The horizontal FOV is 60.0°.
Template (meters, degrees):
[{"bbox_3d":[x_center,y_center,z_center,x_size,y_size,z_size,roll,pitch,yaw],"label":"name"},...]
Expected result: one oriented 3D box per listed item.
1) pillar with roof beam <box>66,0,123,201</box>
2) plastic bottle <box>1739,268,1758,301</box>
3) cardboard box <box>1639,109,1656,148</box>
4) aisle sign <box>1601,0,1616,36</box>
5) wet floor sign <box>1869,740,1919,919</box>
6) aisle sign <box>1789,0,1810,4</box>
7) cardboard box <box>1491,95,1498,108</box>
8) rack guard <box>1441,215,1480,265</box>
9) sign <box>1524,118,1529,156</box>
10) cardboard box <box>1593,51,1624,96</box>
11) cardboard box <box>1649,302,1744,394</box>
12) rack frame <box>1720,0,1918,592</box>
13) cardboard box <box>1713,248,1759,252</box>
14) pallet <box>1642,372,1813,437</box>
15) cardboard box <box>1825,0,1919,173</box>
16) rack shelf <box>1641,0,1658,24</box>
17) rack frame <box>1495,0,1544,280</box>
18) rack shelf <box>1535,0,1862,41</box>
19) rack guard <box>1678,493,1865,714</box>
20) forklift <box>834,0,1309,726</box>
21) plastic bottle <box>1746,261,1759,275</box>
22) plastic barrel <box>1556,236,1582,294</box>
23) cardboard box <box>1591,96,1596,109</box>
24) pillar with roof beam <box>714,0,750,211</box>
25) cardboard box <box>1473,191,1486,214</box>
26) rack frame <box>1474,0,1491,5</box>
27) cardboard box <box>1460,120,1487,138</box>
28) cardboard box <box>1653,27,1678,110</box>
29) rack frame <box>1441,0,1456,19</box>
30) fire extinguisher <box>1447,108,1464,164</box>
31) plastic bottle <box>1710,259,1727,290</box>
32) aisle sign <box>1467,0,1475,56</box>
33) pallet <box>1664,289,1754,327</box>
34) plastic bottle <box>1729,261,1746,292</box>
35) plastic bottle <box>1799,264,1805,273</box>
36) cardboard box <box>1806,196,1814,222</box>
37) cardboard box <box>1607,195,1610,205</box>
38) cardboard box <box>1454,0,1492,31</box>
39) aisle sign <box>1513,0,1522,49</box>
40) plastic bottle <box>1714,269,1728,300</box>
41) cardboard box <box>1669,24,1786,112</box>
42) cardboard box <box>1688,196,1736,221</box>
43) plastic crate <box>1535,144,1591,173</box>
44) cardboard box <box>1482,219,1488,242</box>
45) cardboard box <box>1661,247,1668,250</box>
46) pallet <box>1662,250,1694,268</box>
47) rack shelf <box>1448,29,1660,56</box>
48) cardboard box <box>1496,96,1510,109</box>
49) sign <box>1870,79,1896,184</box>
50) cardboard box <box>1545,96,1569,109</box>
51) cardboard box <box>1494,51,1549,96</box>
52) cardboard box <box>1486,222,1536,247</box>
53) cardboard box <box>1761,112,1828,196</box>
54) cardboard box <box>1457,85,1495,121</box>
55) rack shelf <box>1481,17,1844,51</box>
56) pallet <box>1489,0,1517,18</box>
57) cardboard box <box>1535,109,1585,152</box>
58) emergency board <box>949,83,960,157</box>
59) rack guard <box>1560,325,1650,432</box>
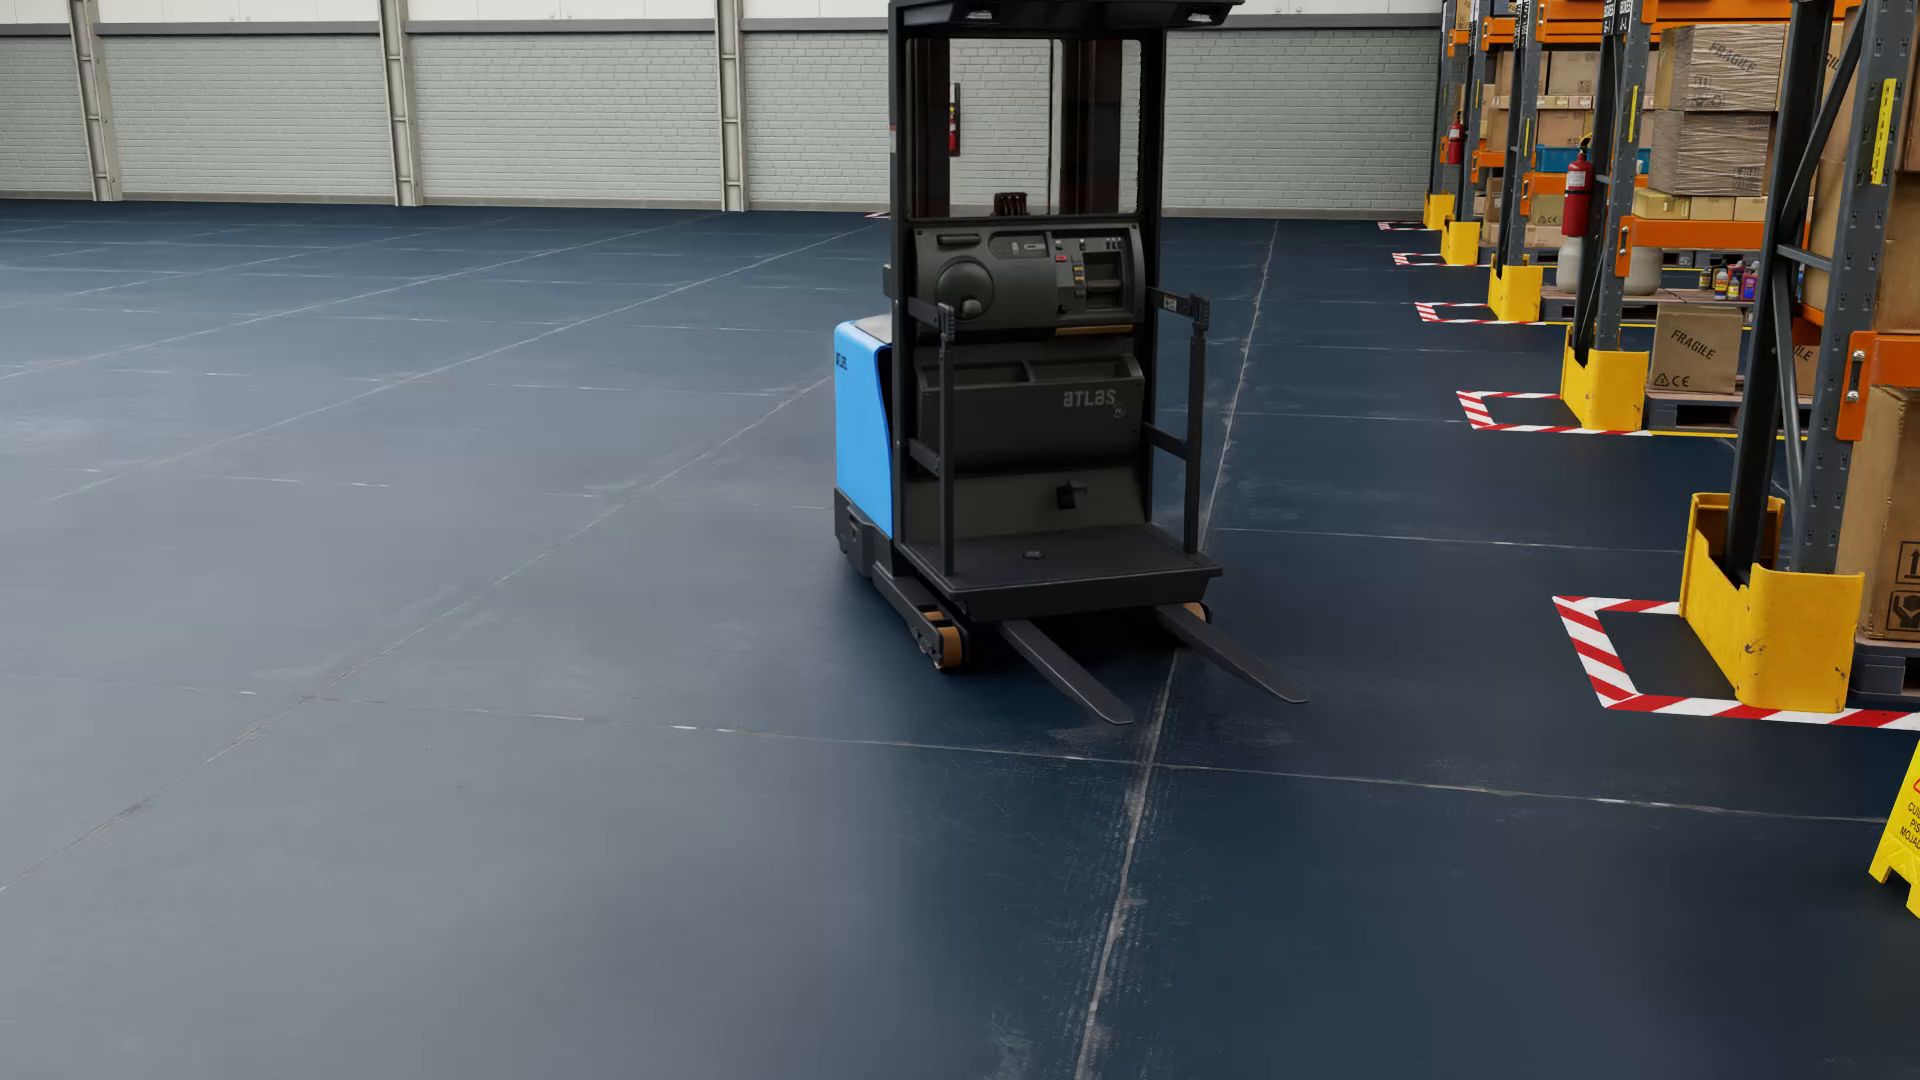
[{"bbox_3d":[-16.400,-9.407,25.095,0.400,9.000,9.100,3,16,11],"label":"pillar with roof beam"},{"bbox_3d":[7.077,-2.293,14.914,0.133,0.283,0.061,3,16,12],"label":"plastic bottle"},{"bbox_3d":[8.108,-4.819,19.581,0.500,0.500,0.700,4,16,13],"label":"cardboard box"},{"bbox_3d":[4.156,-3.624,10.584,0.004,0.787,0.394,3,16,11],"label":"aisle sign"},{"bbox_3d":[2.647,0.654,4.421,0.232,0.644,0.267,0,15,1],"label":"wet floor sign"},{"bbox_3d":[3.060,-2.332,5.921,0.004,0.787,0.394,3,16,11],"label":"aisle sign"},{"bbox_3d":[6.547,-5.270,19.997,0.250,0.149,0.380,3,16,10],"label":"cardboard box"},{"bbox_3d":[6.111,-3.677,20.329,0.348,0.500,1.175,3,16,11],"label":"rack guard"},{"bbox_3d":[5.030,-3.574,14.758,0.005,0.325,0.100,3,16,11],"label":"sign"},{"bbox_3d":[7.652,-5.469,19.500,0.500,0.500,0.700,3,16,11],"label":"cardboard box"},{"bbox_3d":[4.766,-1.249,10.778,0.500,0.500,0.500,6,17,21],"label":"cardboard box"},{"bbox_3d":[3.070,-0.997,5.971,0.127,3.000,1.000,3,16,11],"label":"rack frame"},{"bbox_3d":[9.069,-3.541,19.522,0.500,0.250,0.500,3,16,11],"label":"cardboard box"},{"bbox_3d":[5.021,-0.889,10.804,1.213,0.211,1.003,3,16,11],"label":"pallet"},{"bbox_3d":[3.426,-1.560,5.699,0.550,0.550,0.875,3,16,11],"label":"cardboard box"},{"bbox_3d":[6.117,-3.281,9.948,4.000,0.370,1.077,3,16,11],"label":"rack shelf"},{"bbox_3d":[5.144,-3.585,15.314,0.127,3.000,1.000,3,16,11],"label":"rack frame"},{"bbox_3d":[7.104,-4.577,14.625,4.000,0.370,1.077,3,16,11],"label":"rack shelf"},{"bbox_3d":[3.046,0.207,6.310,0.348,0.500,1.175,3,16,11],"label":"rack guard"},{"bbox_3d":[0.342,-1.044,6.269,1.130,2.935,3.031,-5,16,-17],"label":"forklift"},{"bbox_3d":[7.409,-2.473,15.579,0.135,0.276,0.152,3,16,10],"label":"plastic bottle"},{"bbox_3d":[5.804,-2.573,15.535,0.421,0.512,0.421,0,15,0],"label":"plastic barrel"},{"bbox_3d":[7.489,-5.109,19.415,0.250,0.149,0.380,3,16,9],"label":"cardboard box"},{"bbox_3d":[-4.640,-8.769,22.790,0.400,9.000,9.100,3,16,11],"label":"pillar with roof beam"},{"bbox_3d":[7.779,-5.032,24.752,0.500,0.311,0.500,1,16,5],"label":"cardboard box"},{"bbox_3d":[6.135,-7.771,19.190,0.127,3.000,1.000,3,16,11],"label":"rack frame"},{"bbox_3d":[7.533,-6.005,24.293,0.500,0.250,0.500,3,16,9],"label":"cardboard box"},{"bbox_3d":[4.746,-2.998,10.577,0.500,0.500,0.500,3,16,11],"label":"cardboard box"},{"bbox_3d":[7.119,-9.067,23.869,0.127,3.000,1.000,3,16,11],"label":"rack frame"},{"bbox_3d":[6.112,-4.971,20.462,0.183,0.674,0.296,3,16,11],"label":"fire extinguisher"},{"bbox_3d":[7.150,-2.503,15.674,0.133,0.283,0.061,4,16,12],"label":"plastic bottle"},{"bbox_3d":[6.129,-6.213,19.934,0.004,0.787,0.394,3,16,11],"label":"aisle sign"},{"bbox_3d":[7.215,-2.139,15.318,1.213,0.211,1.003,3,16,11],"label":"pallet"},{"bbox_3d":[7.252,-2.456,15.504,0.133,0.283,0.061,3,16,11],"label":"plastic bottle"},{"bbox_3d":[7.749,-2.415,15.370,0.135,0.276,0.152,3,16,11],"label":"plastic bottle"},{"bbox_3d":[5.121,-2.047,10.233,0.250,0.149,0.380,3,16,11],"label":"cardboard box"},{"bbox_3d":[7.599,-3.983,19.710,0.500,0.500,0.500,3,16,11],"label":"cardboard box"},{"bbox_3d":[7.396,-7.596,23.953,0.500,0.500,0.500,4,16,13],"label":"cardboard box"},{"bbox_3d":[5.133,-4.919,15.261,0.004,0.787,0.394,3,16,11],"label":"aisle sign"},{"bbox_3d":[6.859,-2.304,14.977,0.097,0.271,0.097,0,15,0],"label":"plastic bottle"},{"bbox_3d":[4.642,-2.862,10.087,0.500,0.500,0.500,3,16,11],"label":"cardboard box"},{"bbox_3d":[4.630,-2.072,10.324,0.250,0.149,0.380,3,16,11],"label":"cardboard box"},{"bbox_3d":[5.694,-3.565,15.520,0.616,0.251,0.499,3,16,11],"label":"plastic crate"},{"bbox_3d":[6.719,-3.806,20.478,0.500,0.250,0.500,3,16,11],"label":"cardboard box"},{"bbox_3d":[8.086,-3.590,19.699,0.500,0.250,0.500,3,16,11],"label":"cardboard box"},{"bbox_3d":[8.085,-3.441,20.019,1.213,0.211,1.003,3,16,11],"label":"pallet"},{"bbox_3d":[9.078,-7.169,23.981,4.000,0.370,1.077,3,16,11],"label":"rack shelf"},{"bbox_3d":[6.477,-5.164,19.612,0.250,0.149,0.380,3,16,11],"label":"cardboard box"},{"bbox_3d":[2.953,-1.307,5.322,0.005,0.325,0.100,3,16,11],"label":"sign"},{"bbox_3d":[6.980,-5.137,19.515,0.250,0.149,0.380,3,16,11],"label":"cardboard box"},{"bbox_3d":[6.642,-5.523,19.692,0.500,0.500,0.700,3,16,11],"label":"cardboard box"},{"bbox_3d":[6.616,-3.671,19.989,0.500,0.250,0.500,3,16,11],"label":"cardboard box"},{"bbox_3d":[5.205,-2.449,10.469,0.500,0.500,0.875,3,16,11],"label":"cardboard box"},{"bbox_3d":[7.526,-6.371,24.211,0.500,0.500,0.500,3,16,11],"label":"cardboard box"},{"bbox_3d":[8.095,-5.873,19.302,4.000,0.370,1.077,3,16,11],"label":"rack shelf"},{"bbox_3d":[6.823,-6.239,19.442,1.213,0.211,1.003,3,16,11],"label":"pallet"},{"bbox_3d":[7.106,-4.873,19.779,0.500,0.500,0.700,4,16,13],"label":"cardboard box"},{"bbox_3d":[-0.317,-6.826,27.015,0.643,1.169,0.194,3,16,11],"label":"emergency board"},{"bbox_3d":[4.232,-1.080,10.955,0.348,0.500,1.175,3,16,11],"label":"rack guard"}]
